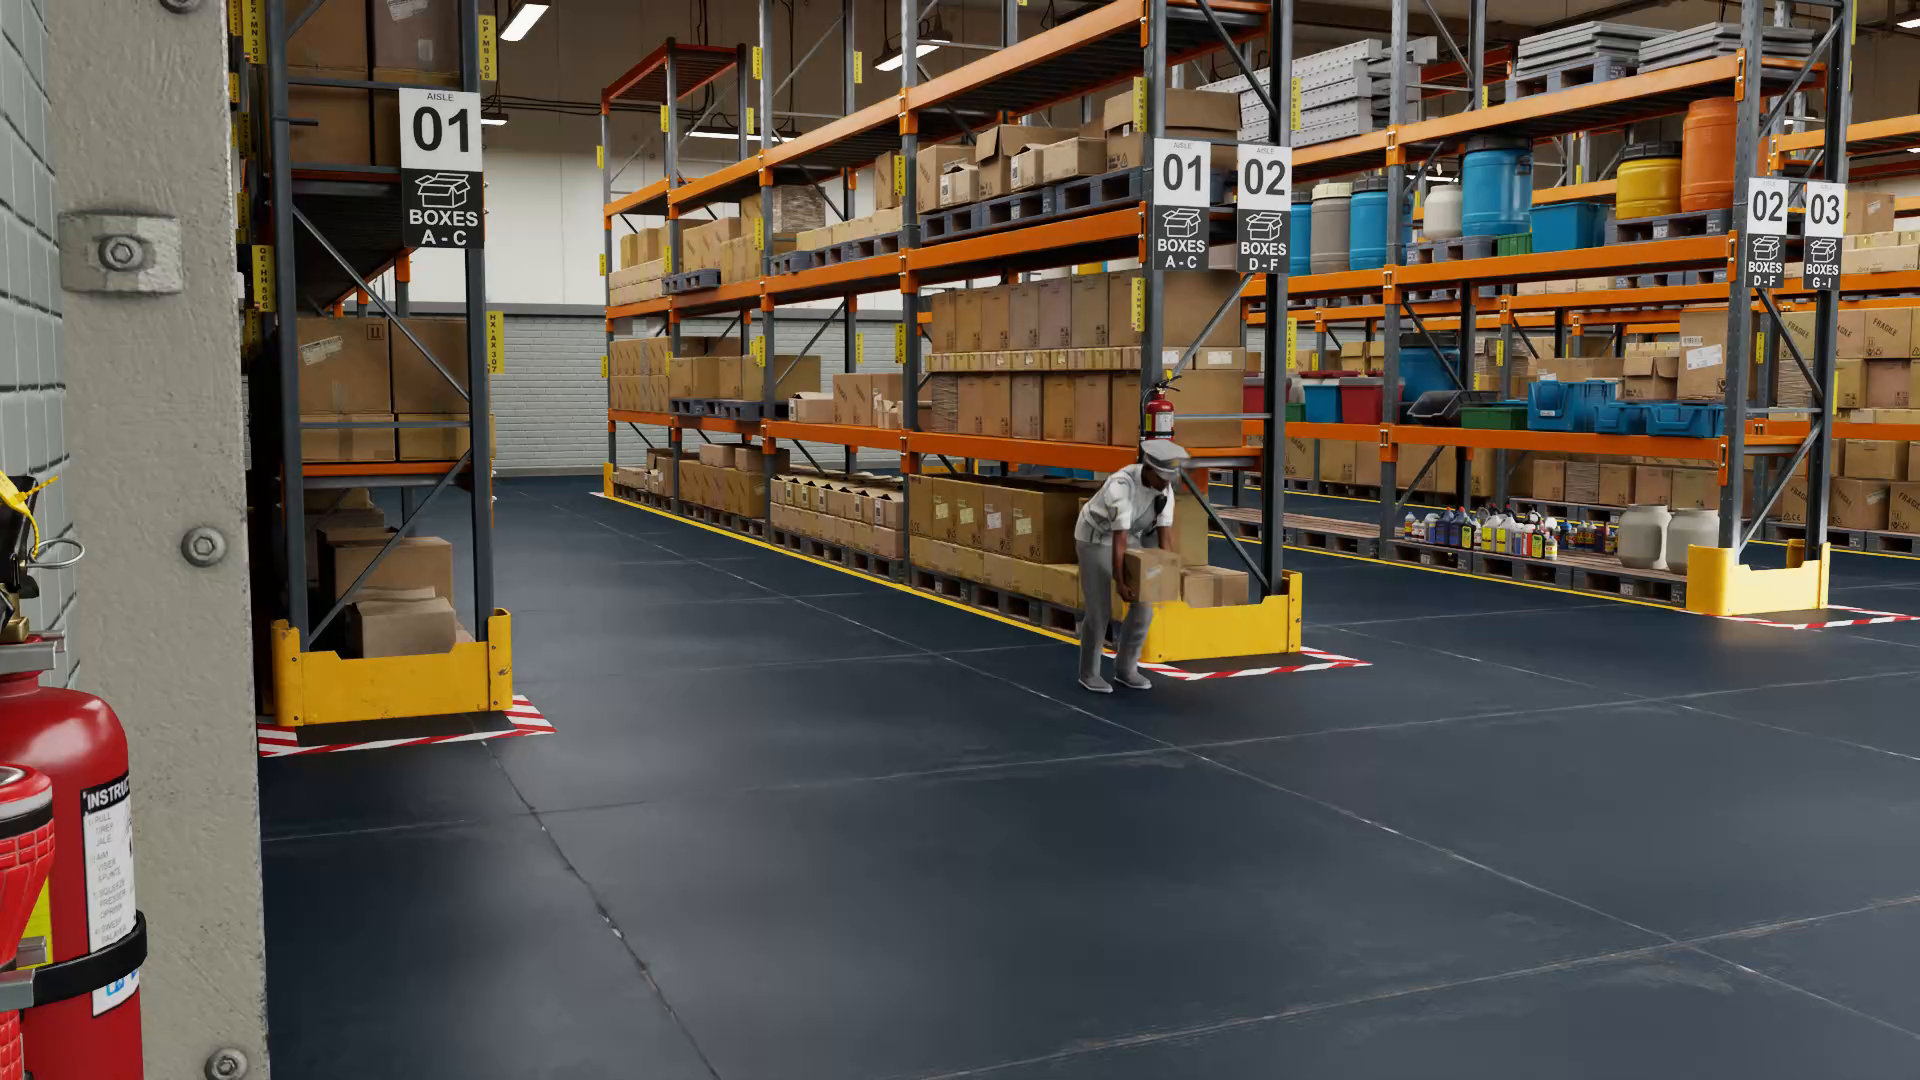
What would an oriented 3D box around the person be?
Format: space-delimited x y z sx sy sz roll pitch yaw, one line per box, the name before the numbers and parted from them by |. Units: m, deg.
person | 0.953 0.151 9.205 0.414 1.422 0.810 -3 6 -27
